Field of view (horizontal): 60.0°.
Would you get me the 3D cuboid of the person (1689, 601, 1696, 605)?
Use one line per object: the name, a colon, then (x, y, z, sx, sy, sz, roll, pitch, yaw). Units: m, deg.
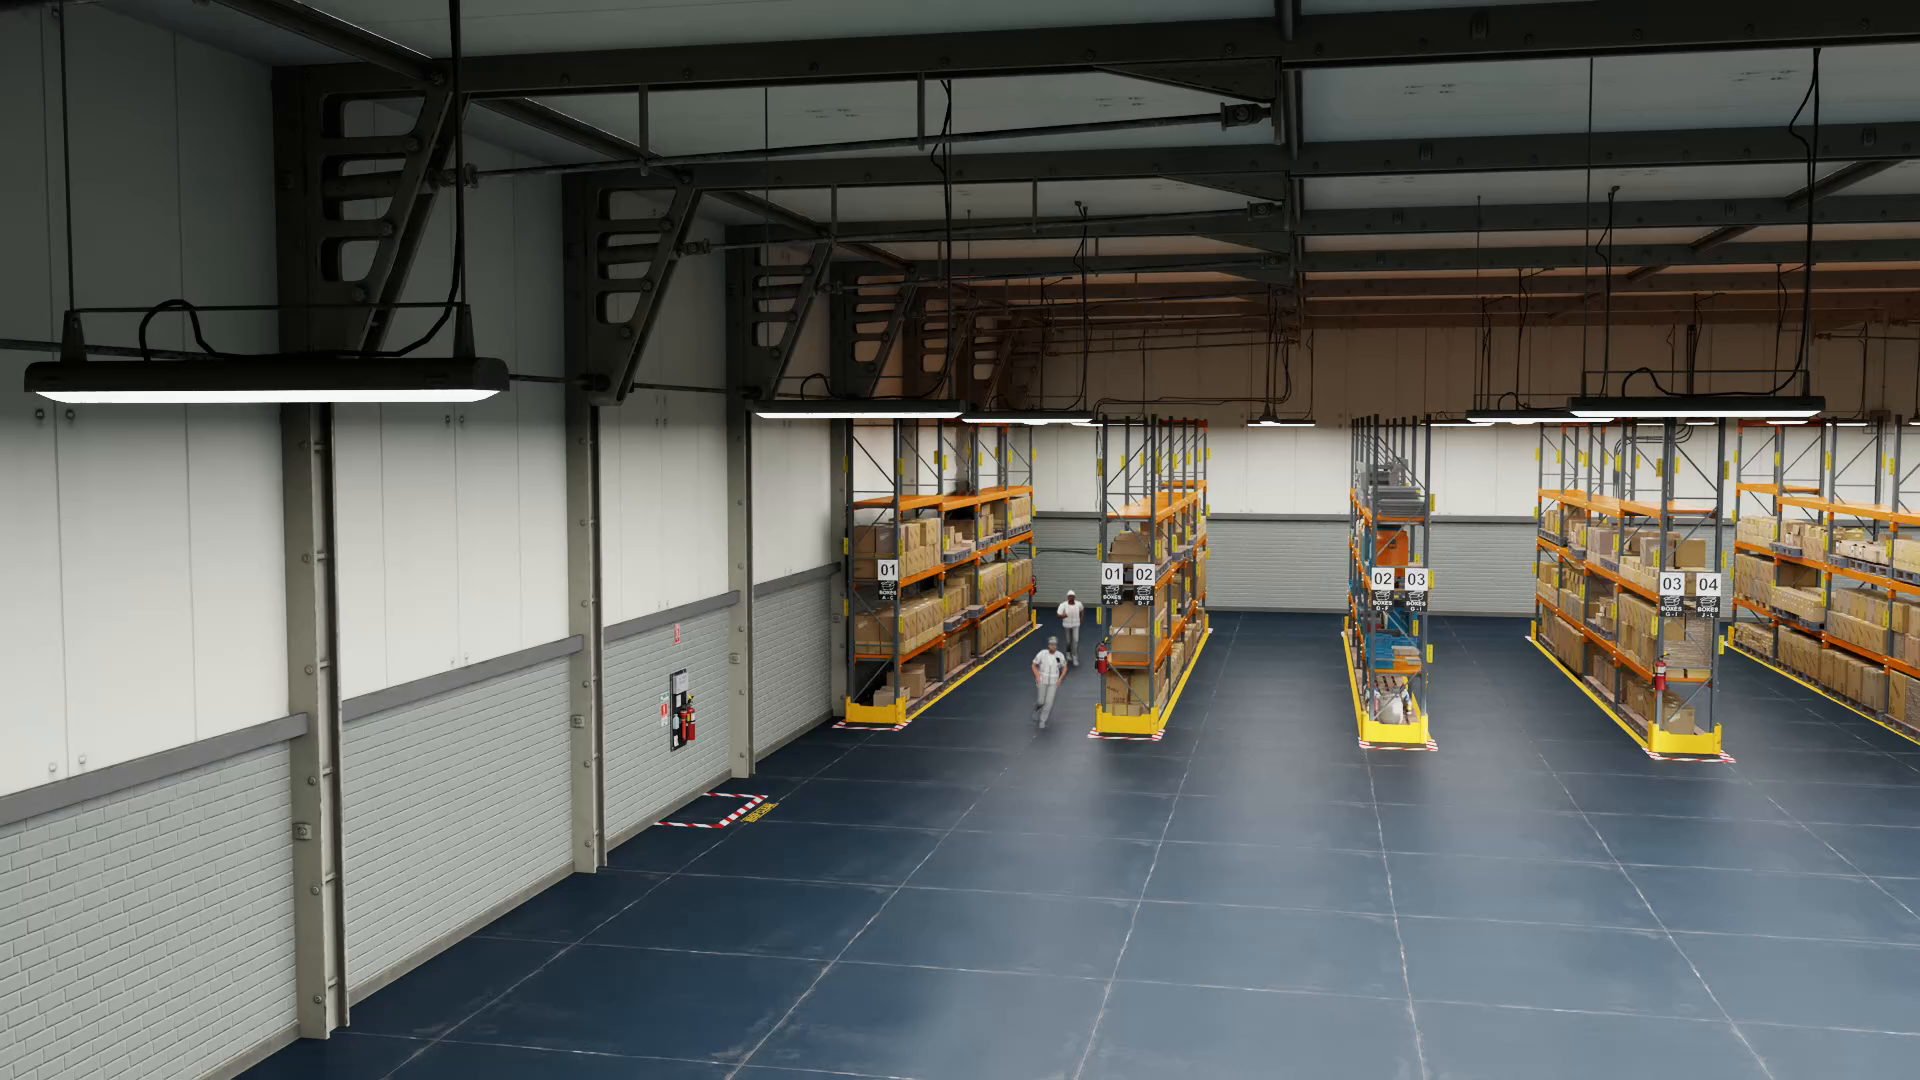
person: (18.583, 2.058, 41.832, 0.672, 1.771, 0.837, 0, 4, 6)

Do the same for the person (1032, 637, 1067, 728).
person: (1.738, 2.728, 32.161, 0.681, 1.751, 0.617, 0, 4, -4)

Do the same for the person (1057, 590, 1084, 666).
person: (2.703, 2.118, 40.509, 0.694, 1.785, 0.925, 0, 4, -2)
